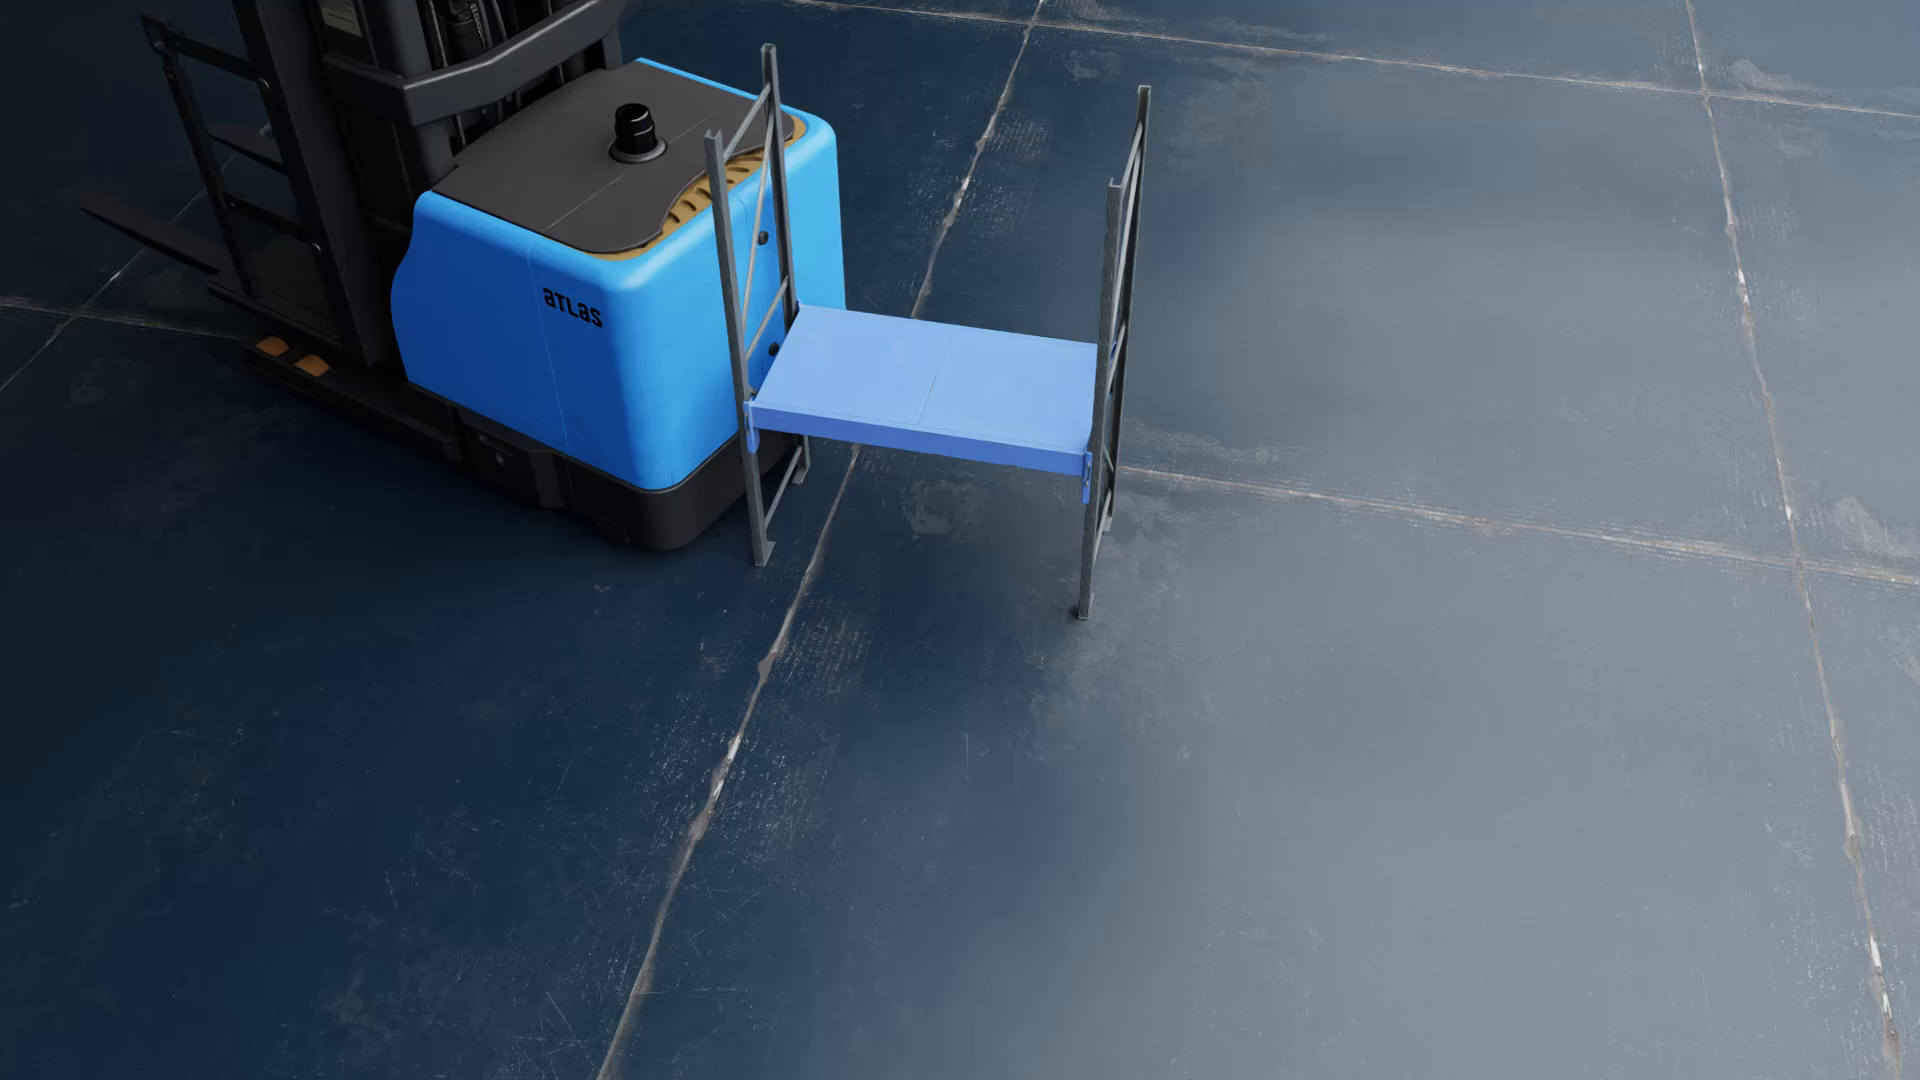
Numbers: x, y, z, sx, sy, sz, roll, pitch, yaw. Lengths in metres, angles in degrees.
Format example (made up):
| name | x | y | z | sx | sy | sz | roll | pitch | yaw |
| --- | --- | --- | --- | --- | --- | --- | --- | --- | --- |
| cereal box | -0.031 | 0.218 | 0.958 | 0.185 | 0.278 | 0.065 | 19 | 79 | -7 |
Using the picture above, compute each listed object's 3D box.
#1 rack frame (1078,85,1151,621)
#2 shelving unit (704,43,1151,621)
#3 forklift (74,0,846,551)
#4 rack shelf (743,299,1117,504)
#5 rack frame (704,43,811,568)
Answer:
| name | x | y | z | sx | sy | sz | roll | pitch | yaw |
| --- | --- | --- | --- | --- | --- | --- | --- | --- | --- |
| rack frame | 0.425 | -0.469 | 4.656 | 0.032 | 1.500 | 0.500 | 9 | 45 | 9 |
| shelving unit | -0.071 | -0.547 | 4.737 | 1.048 | 1.500 | 0.538 | 9 | 45 | 9 |
| forklift | -1.880 | -1.811 | 5.018 | 3.031 | 2.935 | 1.130 | 24 | 49 | 23 |
| rack shelf | -0.071 | -0.418 | 4.862 | 1.000 | 0.185 | 0.538 | 9 | 45 | 9 |
| rack frame | -0.566 | -0.625 | 4.818 | 0.032 | 1.500 | 0.500 | 9 | 45 | 9 |
